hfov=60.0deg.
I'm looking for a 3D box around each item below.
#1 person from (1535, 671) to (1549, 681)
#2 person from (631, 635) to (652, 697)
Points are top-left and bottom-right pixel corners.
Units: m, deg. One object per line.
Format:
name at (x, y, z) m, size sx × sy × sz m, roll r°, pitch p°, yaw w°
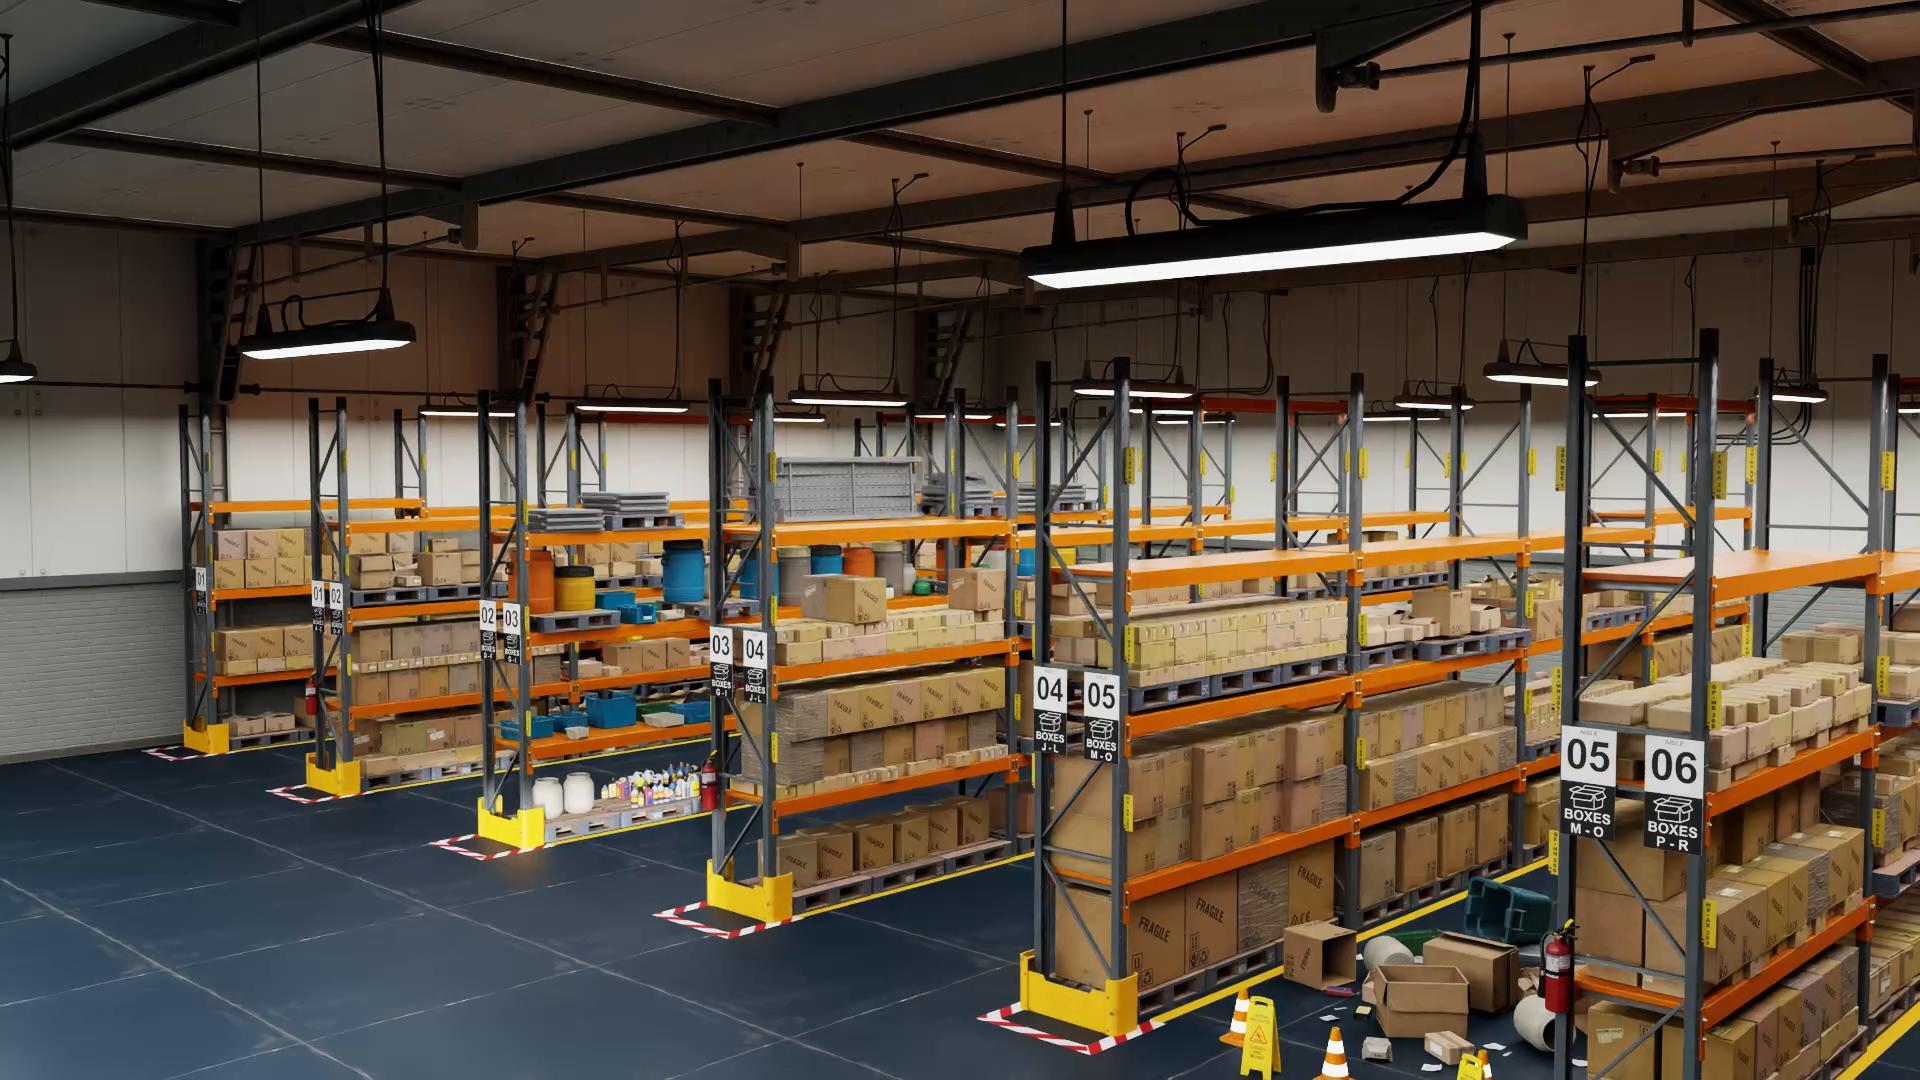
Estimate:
person at (8.922, 2.928, 25.667) m, size 0.723 × 1.789 × 0.636 m, roll -2°, pitch 3°, yaw -31°
person at (-6.107, 2.612, 32.097) m, size 0.642 × 1.743 × 0.667 m, roll 1°, pitch 3°, yaw 23°
